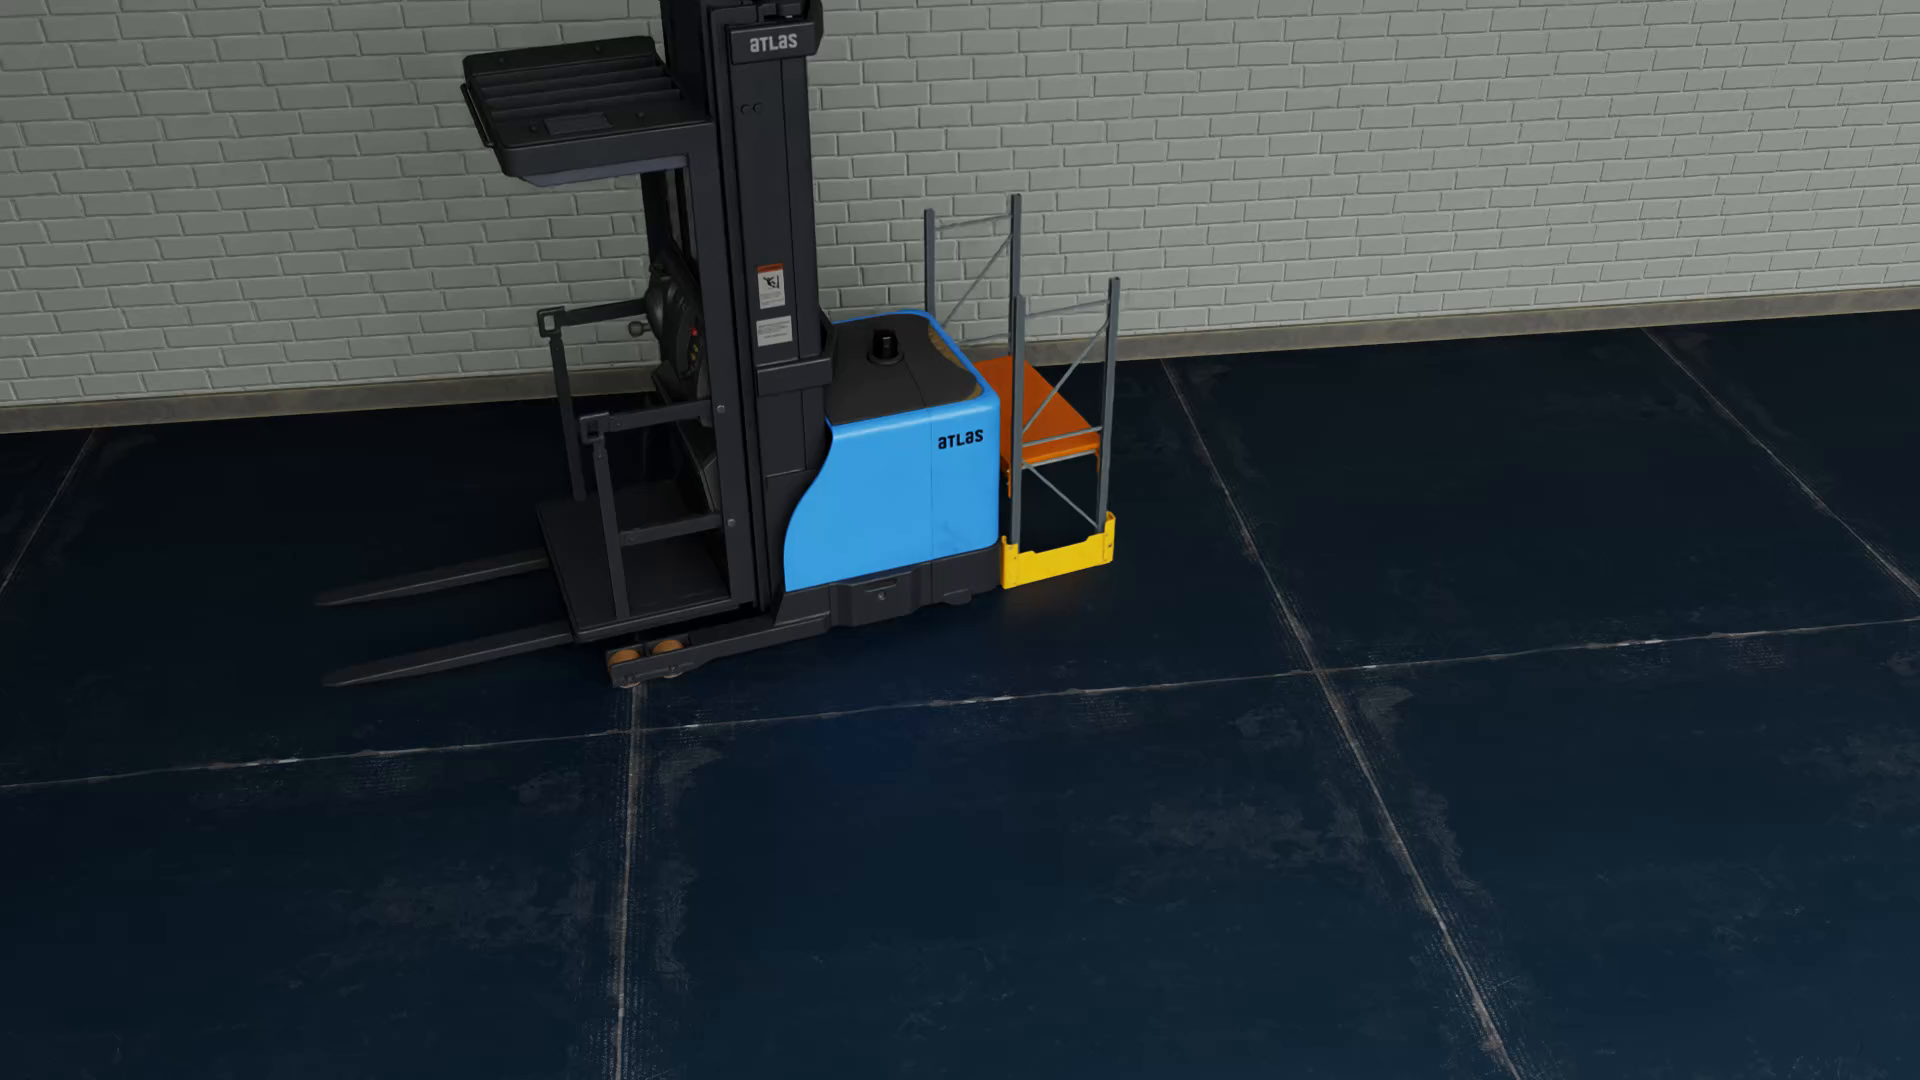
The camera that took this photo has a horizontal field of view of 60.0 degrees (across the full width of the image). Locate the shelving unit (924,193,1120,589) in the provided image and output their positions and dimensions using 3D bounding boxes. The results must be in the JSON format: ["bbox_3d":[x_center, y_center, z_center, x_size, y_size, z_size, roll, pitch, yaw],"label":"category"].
[{"bbox_3d":[0.268,-0.729,7.988,0.587,1.500,1.083,-14,37,-19],"label":"shelving unit"}]

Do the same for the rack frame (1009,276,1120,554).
[{"bbox_3d":[0.466,-0.471,7.609,0.500,1.500,0.032,-14,37,-19],"label":"rack frame"}]

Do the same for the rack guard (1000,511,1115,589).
[{"bbox_3d":[0.465,0.045,7.962,0.587,0.250,0.087,-14,37,-19],"label":"rack guard"}]

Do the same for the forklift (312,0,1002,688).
[{"bbox_3d":[-1.378,-0.900,6.968,3.031,2.935,1.130,-12,36,-17],"label":"forklift"}]

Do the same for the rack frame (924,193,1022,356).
[{"bbox_3d":[0.063,-0.997,8.381,0.500,1.500,0.032,-14,37,-19],"label":"rack frame"}]

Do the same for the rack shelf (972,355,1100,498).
[{"bbox_3d":[0.264,-0.585,8.096,0.538,0.185,1.000,-14,37,-19],"label":"rack shelf"}]
